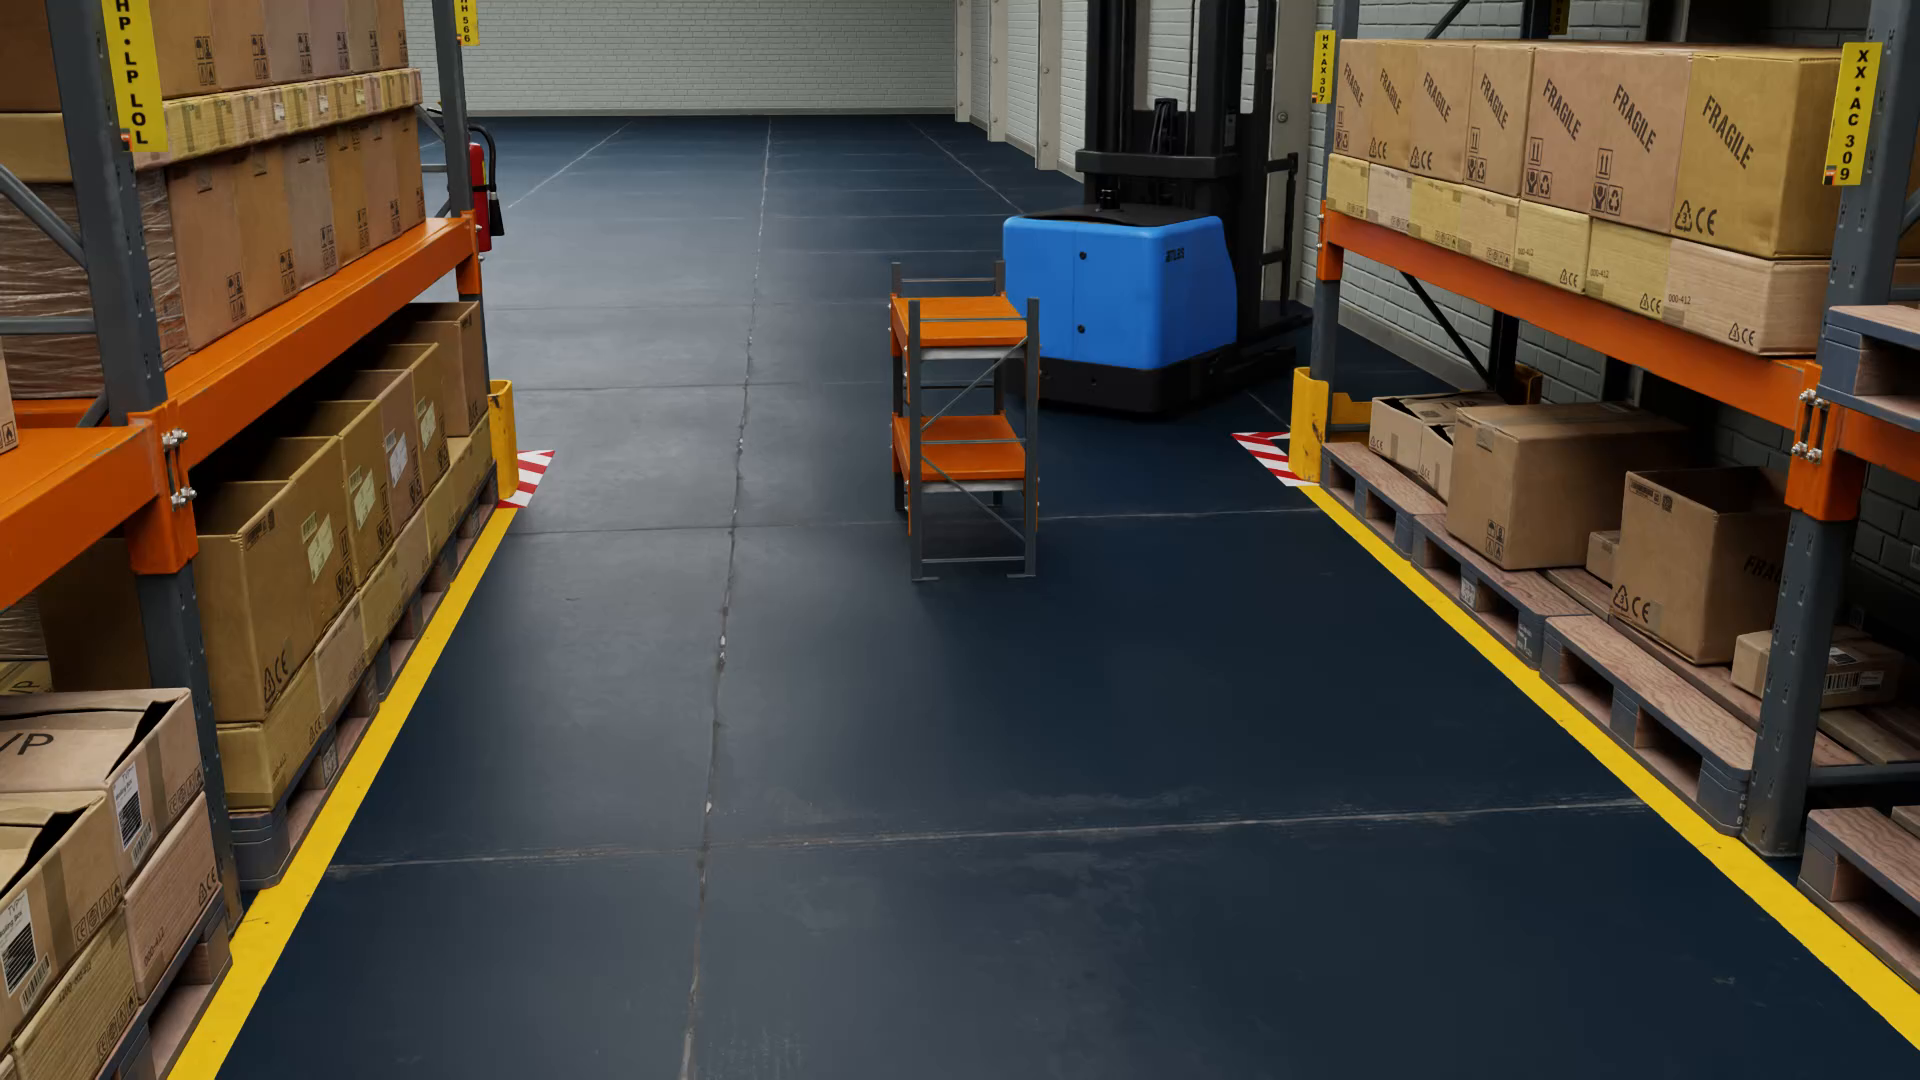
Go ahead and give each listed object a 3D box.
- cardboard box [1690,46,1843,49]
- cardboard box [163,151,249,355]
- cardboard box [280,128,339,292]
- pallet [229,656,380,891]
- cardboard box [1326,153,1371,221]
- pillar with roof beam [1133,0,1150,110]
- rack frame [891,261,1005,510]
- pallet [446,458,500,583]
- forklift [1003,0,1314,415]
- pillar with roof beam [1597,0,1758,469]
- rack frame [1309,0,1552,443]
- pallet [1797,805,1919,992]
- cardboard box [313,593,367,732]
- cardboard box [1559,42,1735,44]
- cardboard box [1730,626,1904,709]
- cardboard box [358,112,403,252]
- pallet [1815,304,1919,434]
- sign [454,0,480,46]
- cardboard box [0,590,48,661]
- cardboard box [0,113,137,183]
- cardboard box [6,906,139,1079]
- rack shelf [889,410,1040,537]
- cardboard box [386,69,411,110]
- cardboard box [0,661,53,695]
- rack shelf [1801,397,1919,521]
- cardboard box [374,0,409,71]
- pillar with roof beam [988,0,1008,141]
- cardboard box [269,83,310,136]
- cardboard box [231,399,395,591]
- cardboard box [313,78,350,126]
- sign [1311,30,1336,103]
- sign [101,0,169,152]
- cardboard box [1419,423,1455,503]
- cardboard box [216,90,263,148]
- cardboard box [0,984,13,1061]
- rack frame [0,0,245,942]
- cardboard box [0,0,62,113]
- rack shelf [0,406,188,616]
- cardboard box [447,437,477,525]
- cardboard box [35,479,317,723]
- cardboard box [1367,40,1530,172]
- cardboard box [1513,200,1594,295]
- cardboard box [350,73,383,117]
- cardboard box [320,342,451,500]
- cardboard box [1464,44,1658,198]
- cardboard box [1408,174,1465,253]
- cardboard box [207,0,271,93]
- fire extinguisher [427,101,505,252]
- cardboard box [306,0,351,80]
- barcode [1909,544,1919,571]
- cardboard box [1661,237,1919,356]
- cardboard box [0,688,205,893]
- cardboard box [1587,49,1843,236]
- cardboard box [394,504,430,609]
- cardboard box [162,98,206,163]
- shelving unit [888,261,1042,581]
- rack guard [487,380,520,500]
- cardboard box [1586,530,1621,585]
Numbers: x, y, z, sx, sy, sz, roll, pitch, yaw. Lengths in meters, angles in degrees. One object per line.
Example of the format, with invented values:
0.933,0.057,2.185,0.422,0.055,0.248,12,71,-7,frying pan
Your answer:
2.705,-1.352,5.442,0.500,0.500,0.500,-1,17,-4,cardboard box
-2.398,-0.790,4.518,0.700,0.500,0.500,-2,18,-6,cardboard box
-2.500,-1.092,5.480,0.700,0.500,0.500,-1,17,-4,cardboard box
-2.326,0.639,4.789,1.003,0.211,1.213,-2,18,-6,pallet
1.964,-1.582,7.424,0.500,0.250,0.500,-2,18,-7,cardboard box
-2.358,-7.922,17.386,9.100,9.000,0.400,-2,18,-6,pillar with roof beam
-0.052,-0.686,7.485,0.500,1.125,0.032,-2,18,-6,rack frame
-2.577,-0.088,7.104,1.003,0.211,1.213,-2,18,-6,pallet
1.479,-2.482,10.190,1.130,2.935,3.031,12,21,33,forklift
-1.120,-4.346,5.998,9.100,9.000,0.400,-2,18,-6,pillar with roof beam
2.229,-1.799,7.899,1.000,3.000,0.127,-2,18,-6,rack frame
2.723,0.955,3.782,1.003,0.211,1.213,-2,18,-6,pallet
-2.078,0.362,4.906,0.500,0.250,0.500,-2,18,-6,cardboard box
2.589,-1.657,6.411,0.500,0.500,0.500,-2,18,-7,cardboard box
2.557,0.376,4.966,0.380,0.166,0.250,-4,18,-13,cardboard box
-2.603,-1.397,6.451,0.700,0.500,0.500,-1,17,-4,cardboard box
2.576,-0.283,3.392,1.003,0.211,1.213,-2,18,-6,pallet
-2.157,-2.323,7.239,0.100,0.325,0.005,-2,18,-6,sign
-2.590,0.020,4.743,0.500,0.500,0.500,-2,18,-6,cardboard box
-2.120,-0.896,3.774,0.380,0.149,0.250,-2,18,-6,cardboard box
-1.904,0.924,3.116,0.500,0.250,0.500,-2,18,-6,cardboard box
0.001,-0.301,7.075,0.538,0.278,1.000,-2,18,-6,rack shelf
-2.441,-1.816,6.704,0.380,0.149,0.250,-1,17,-4,cardboard box
-2.550,0.527,4.380,0.500,0.250,0.500,-2,18,-6,cardboard box
2.848,0.332,2.313,1.077,0.370,4.000,-2,18,-6,rack shelf
-2.657,-2.156,6.704,0.700,0.500,0.500,-2,18,-5,cardboard box
-3.596,-11.497,28.774,9.100,9.000,0.400,-2,18,-6,pillar with roof beam
-2.284,-1.358,5.244,0.380,0.149,0.250,-2,18,-6,cardboard box
-2.125,-0.145,5.269,0.500,0.500,0.500,-2,18,-6,cardboard box
-2.334,-1.508,5.724,0.380,0.149,0.250,-1,17,-4,cardboard box
1.689,-2.195,7.716,0.100,0.325,0.005,-2,18,-6,sign
-1.746,-0.987,3.513,0.100,0.325,0.005,-2,18,-6,sign
2.270,-0.347,7.030,0.500,0.311,0.500,0,17,-1,cardboard box
-2.227,-1.201,4.744,0.380,0.149,0.250,-2,18,-7,cardboard box
-1.849,0.806,2.554,0.500,0.311,0.500,-2,18,-6,cardboard box
-2.285,-0.453,3.612,1.000,3.000,0.127,-2,18,-6,rack frame
-2.337,-1.252,3.823,0.700,0.500,0.500,-2,18,-5,cardboard box
-2.079,0.486,1.822,1.077,0.370,4.000,-2,18,-6,rack shelf
-2.285,-0.234,6.804,0.500,0.250,0.500,-2,18,-6,cardboard box
-2.022,0.153,4.320,0.500,0.500,0.500,-2,18,-6,cardboard box
2.020,-1.796,6.854,0.500,0.500,0.500,-2,18,-5,cardboard box
2.181,-0.975,5.492,0.500,0.250,0.500,-2,18,-6,cardboard box
-2.390,-1.665,6.222,0.380,0.149,0.250,-2,17,-5,cardboard box
-2.229,-0.443,6.218,0.500,0.500,0.500,-2,18,-6,cardboard box
2.133,-1.488,5.874,0.500,0.500,0.500,-1,17,-4,cardboard box
2.078,-1.275,6.449,0.500,0.250,0.500,-2,18,-7,cardboard box
-2.442,-1.551,4.778,0.700,0.500,0.500,-2,18,-6,cardboard box
-2.248,-1.657,7.578,0.296,0.674,0.183,-2,18,-6,fire extinguisher
-2.544,-1.849,5.728,0.700,0.500,0.500,-2,18,-5,cardboard box
2.825,0.055,4.900,0.001,0.075,0.075,-2,18,-6,barcode
2.291,-0.677,4.542,0.500,0.250,0.500,-2,18,-6,cardboard box
-1.958,0.503,3.521,0.500,0.311,0.500,-2,18,-6,cardboard box
2.228,-1.183,4.902,0.500,0.500,0.500,-2,18,-6,cardboard box
-2.182,0.064,5.855,0.500,0.250,0.500,-2,18,-6,cardboard box
-2.175,-1.048,4.257,0.380,0.149,0.250,-2,18,-7,cardboard box
0.001,-0.535,7.002,0.538,1.125,1.048,-2,18,-6,shelving unit
-2.700,-0.459,7.805,1.175,0.500,0.348,-2,18,-6,rack guard
2.497,0.066,5.984,0.380,0.149,0.250,-3,18,-10,cardboard box
